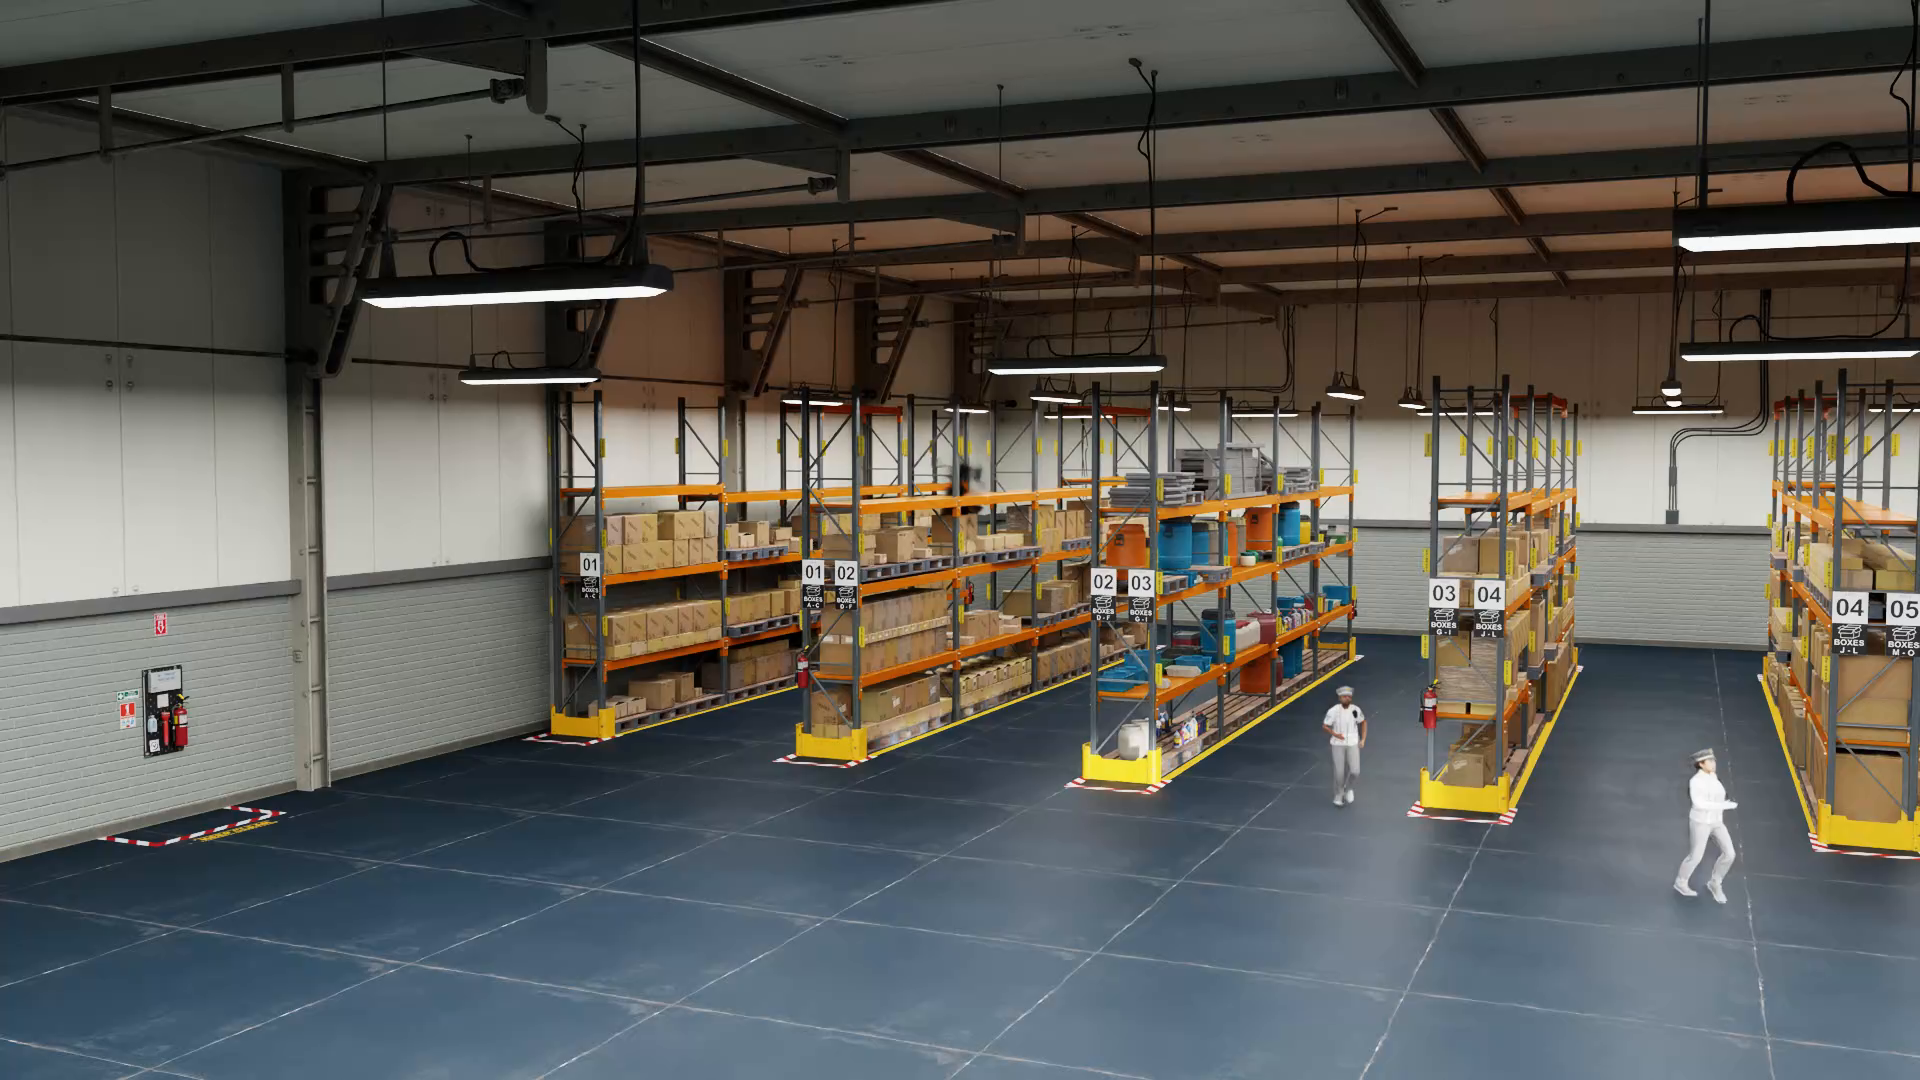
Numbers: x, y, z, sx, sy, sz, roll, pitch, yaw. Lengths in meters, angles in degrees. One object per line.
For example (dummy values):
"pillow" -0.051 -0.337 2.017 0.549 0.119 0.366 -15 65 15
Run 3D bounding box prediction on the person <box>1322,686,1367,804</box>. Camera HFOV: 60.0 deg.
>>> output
"person" 5.399 2.874 23.258 0.642 1.670 0.530 0 3 1

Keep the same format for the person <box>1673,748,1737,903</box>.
"person" 8.246 3.153 18.327 0.602 1.748 0.697 -2 4 -32
